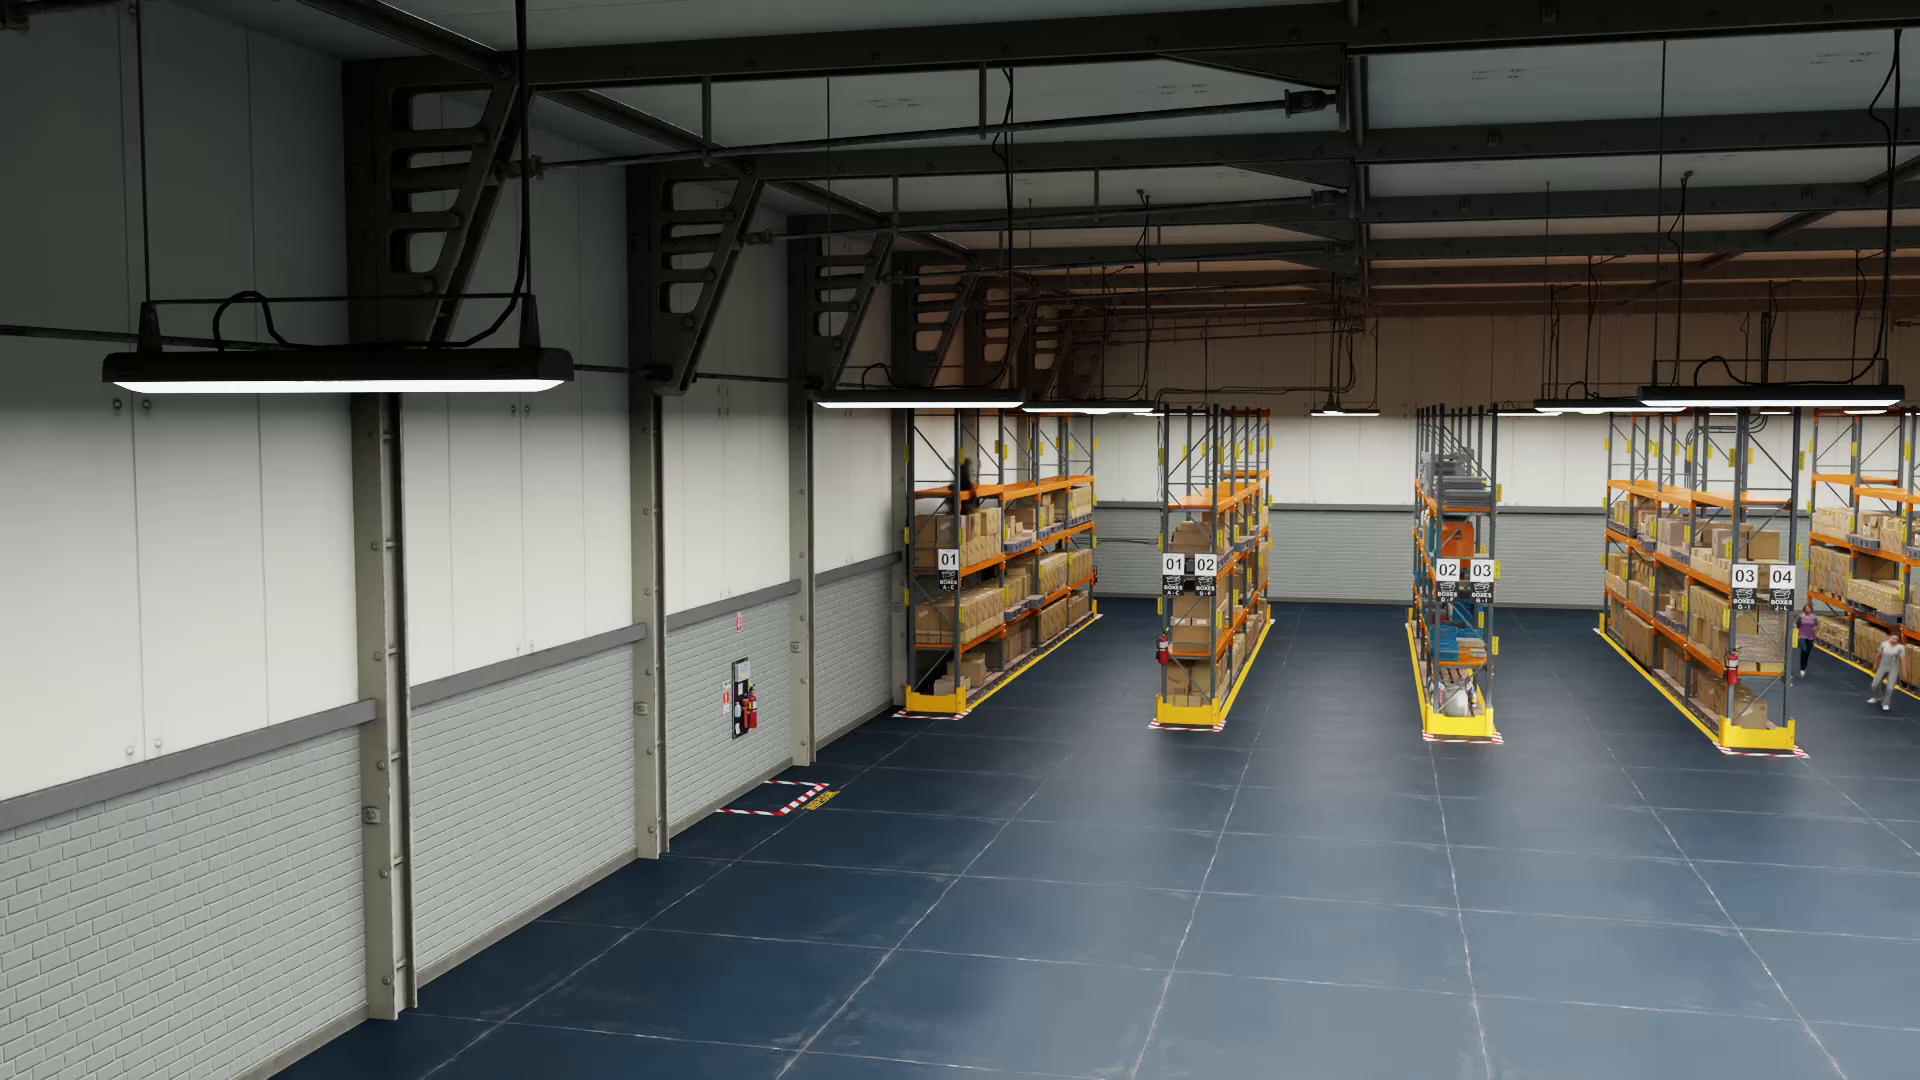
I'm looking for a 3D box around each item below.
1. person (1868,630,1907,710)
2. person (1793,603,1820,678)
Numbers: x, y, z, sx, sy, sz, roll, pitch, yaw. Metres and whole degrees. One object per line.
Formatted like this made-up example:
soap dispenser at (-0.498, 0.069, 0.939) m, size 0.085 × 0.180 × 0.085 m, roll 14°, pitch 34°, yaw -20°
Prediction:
person at (18.225, 2.542, 32.633) m, size 0.713 × 1.588 × 0.595 m, roll 3°, pitch 5°, yaw 39°
person at (18.849, 2.223, 37.067) m, size 0.469 × 1.640 × 0.730 m, roll 1°, pitch 4°, yaw 14°
